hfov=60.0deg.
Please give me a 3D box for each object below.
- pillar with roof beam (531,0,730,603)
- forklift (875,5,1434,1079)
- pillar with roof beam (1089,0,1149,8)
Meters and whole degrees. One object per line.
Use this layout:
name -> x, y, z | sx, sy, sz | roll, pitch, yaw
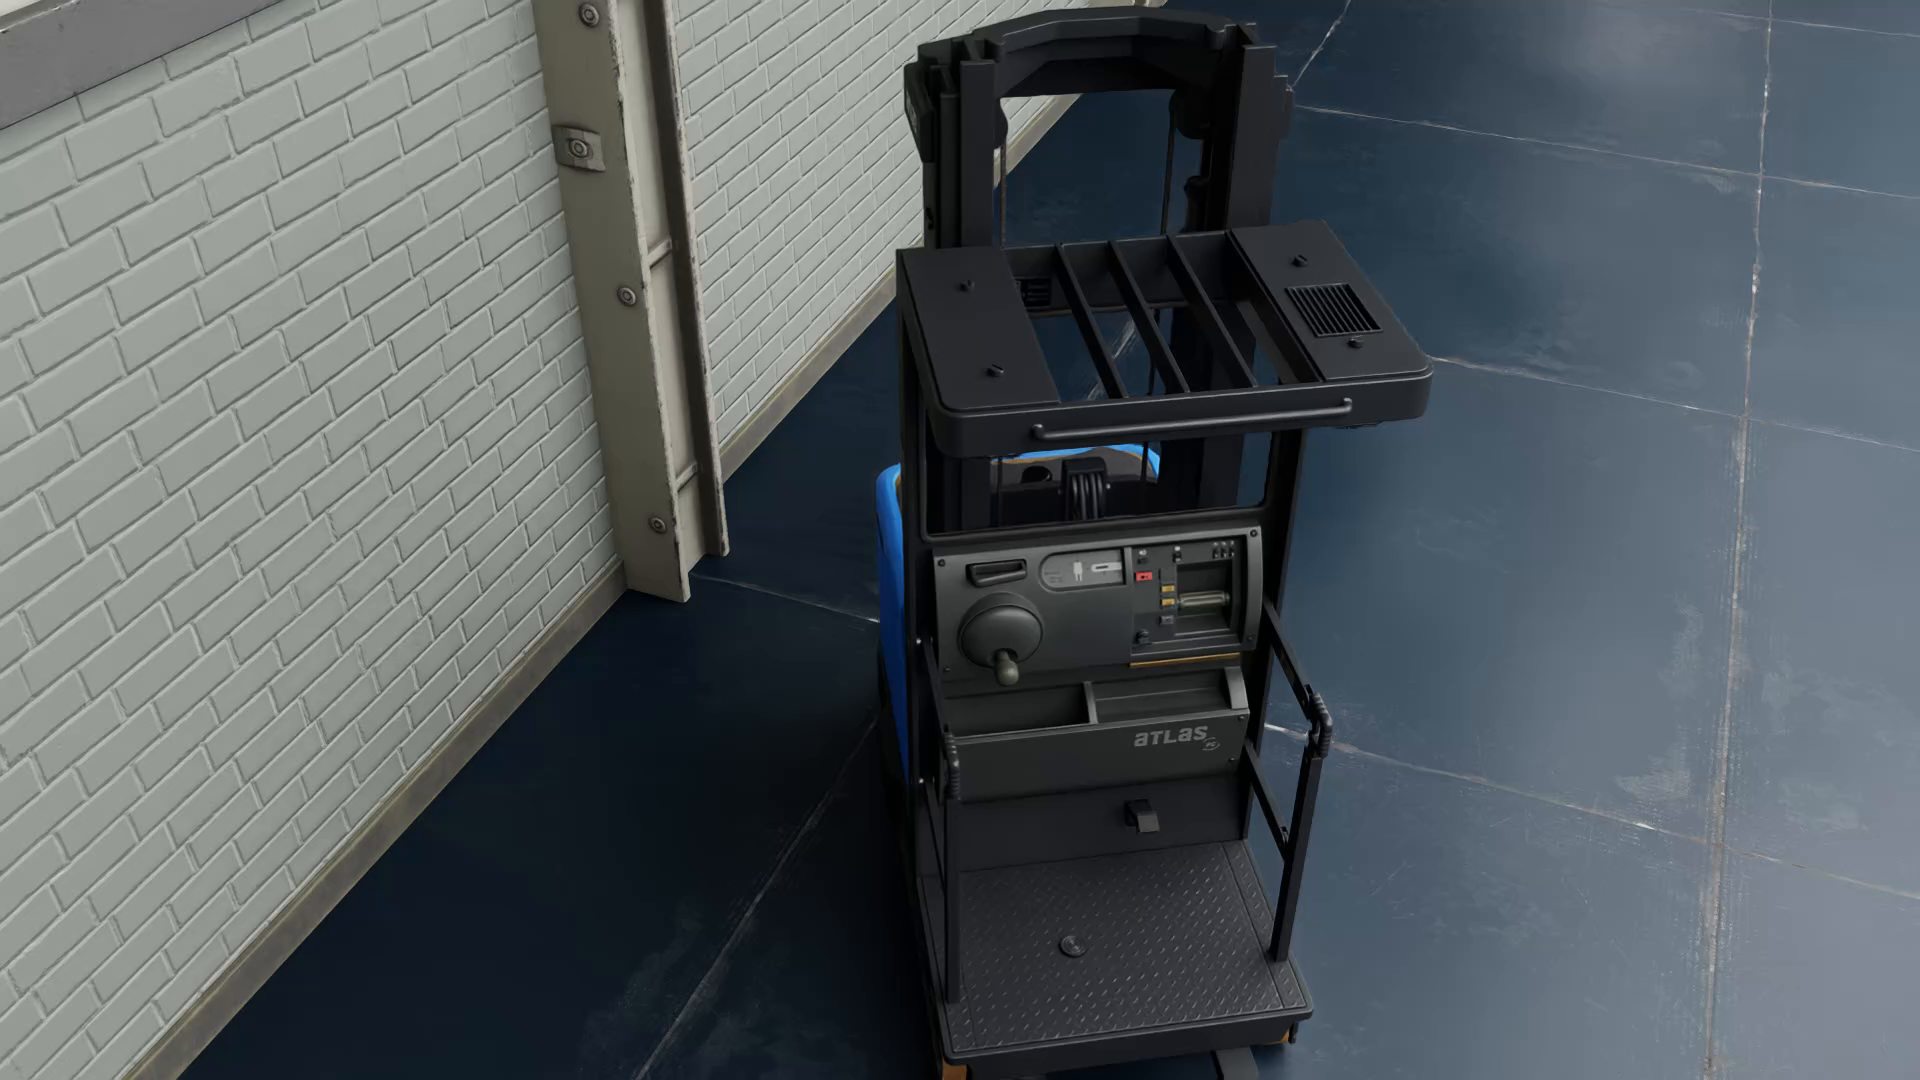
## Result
pillar with roof beam -> 2.770, -2.506, 3.087 | 9.100, 9.000, 0.400 | 14, 39, 18
forklift -> 0.424, 0.246, 4.472 | 1.130, 2.935, 3.031 | -5, 37, -7
pillar with roof beam -> 5.053, -5.828, 7.531 | 9.100, 9.000, 0.400 | 14, 39, 18
